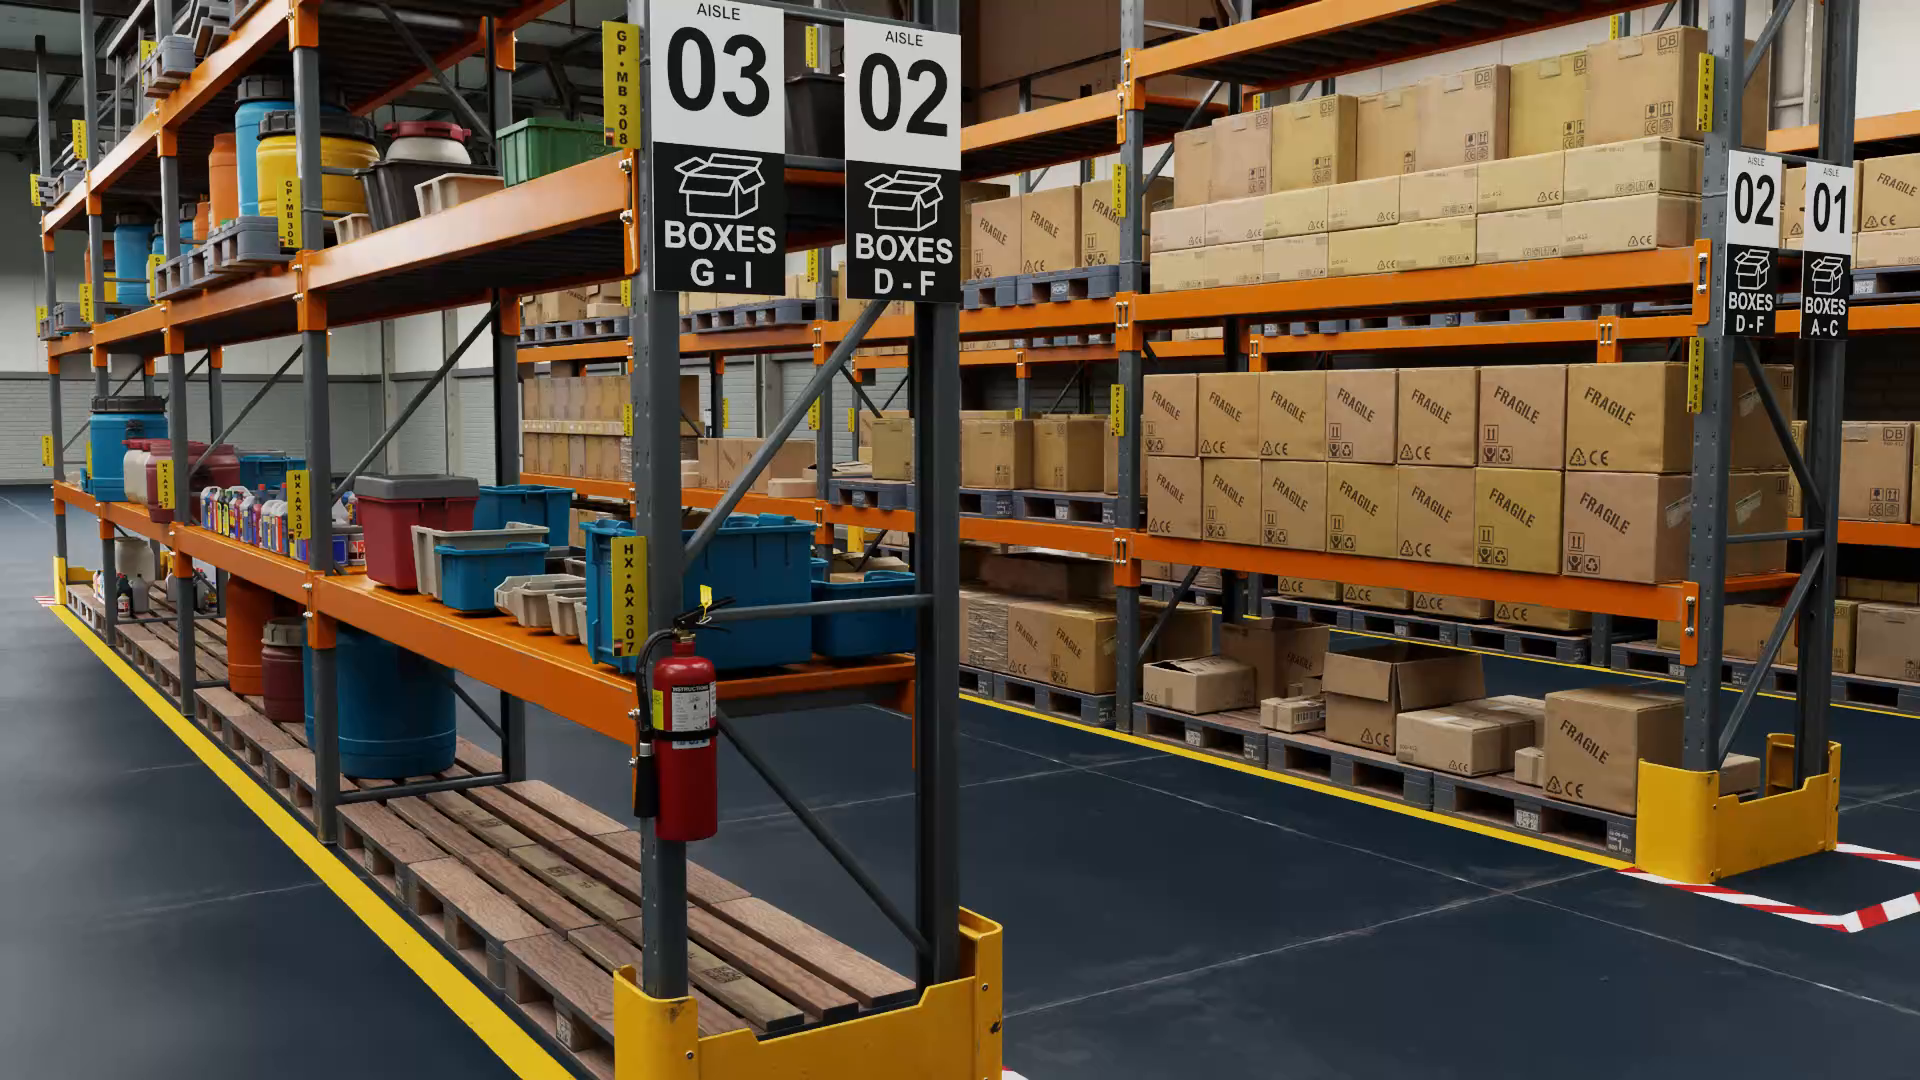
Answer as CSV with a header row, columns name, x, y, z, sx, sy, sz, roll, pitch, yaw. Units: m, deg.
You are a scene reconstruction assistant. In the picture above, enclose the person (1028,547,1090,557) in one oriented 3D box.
name,x,y,z,sx,sy,sz,roll,pitch,yaw
person,0.937,0.382,15.538,0.947,0.976,0.580,-3,6,-35
